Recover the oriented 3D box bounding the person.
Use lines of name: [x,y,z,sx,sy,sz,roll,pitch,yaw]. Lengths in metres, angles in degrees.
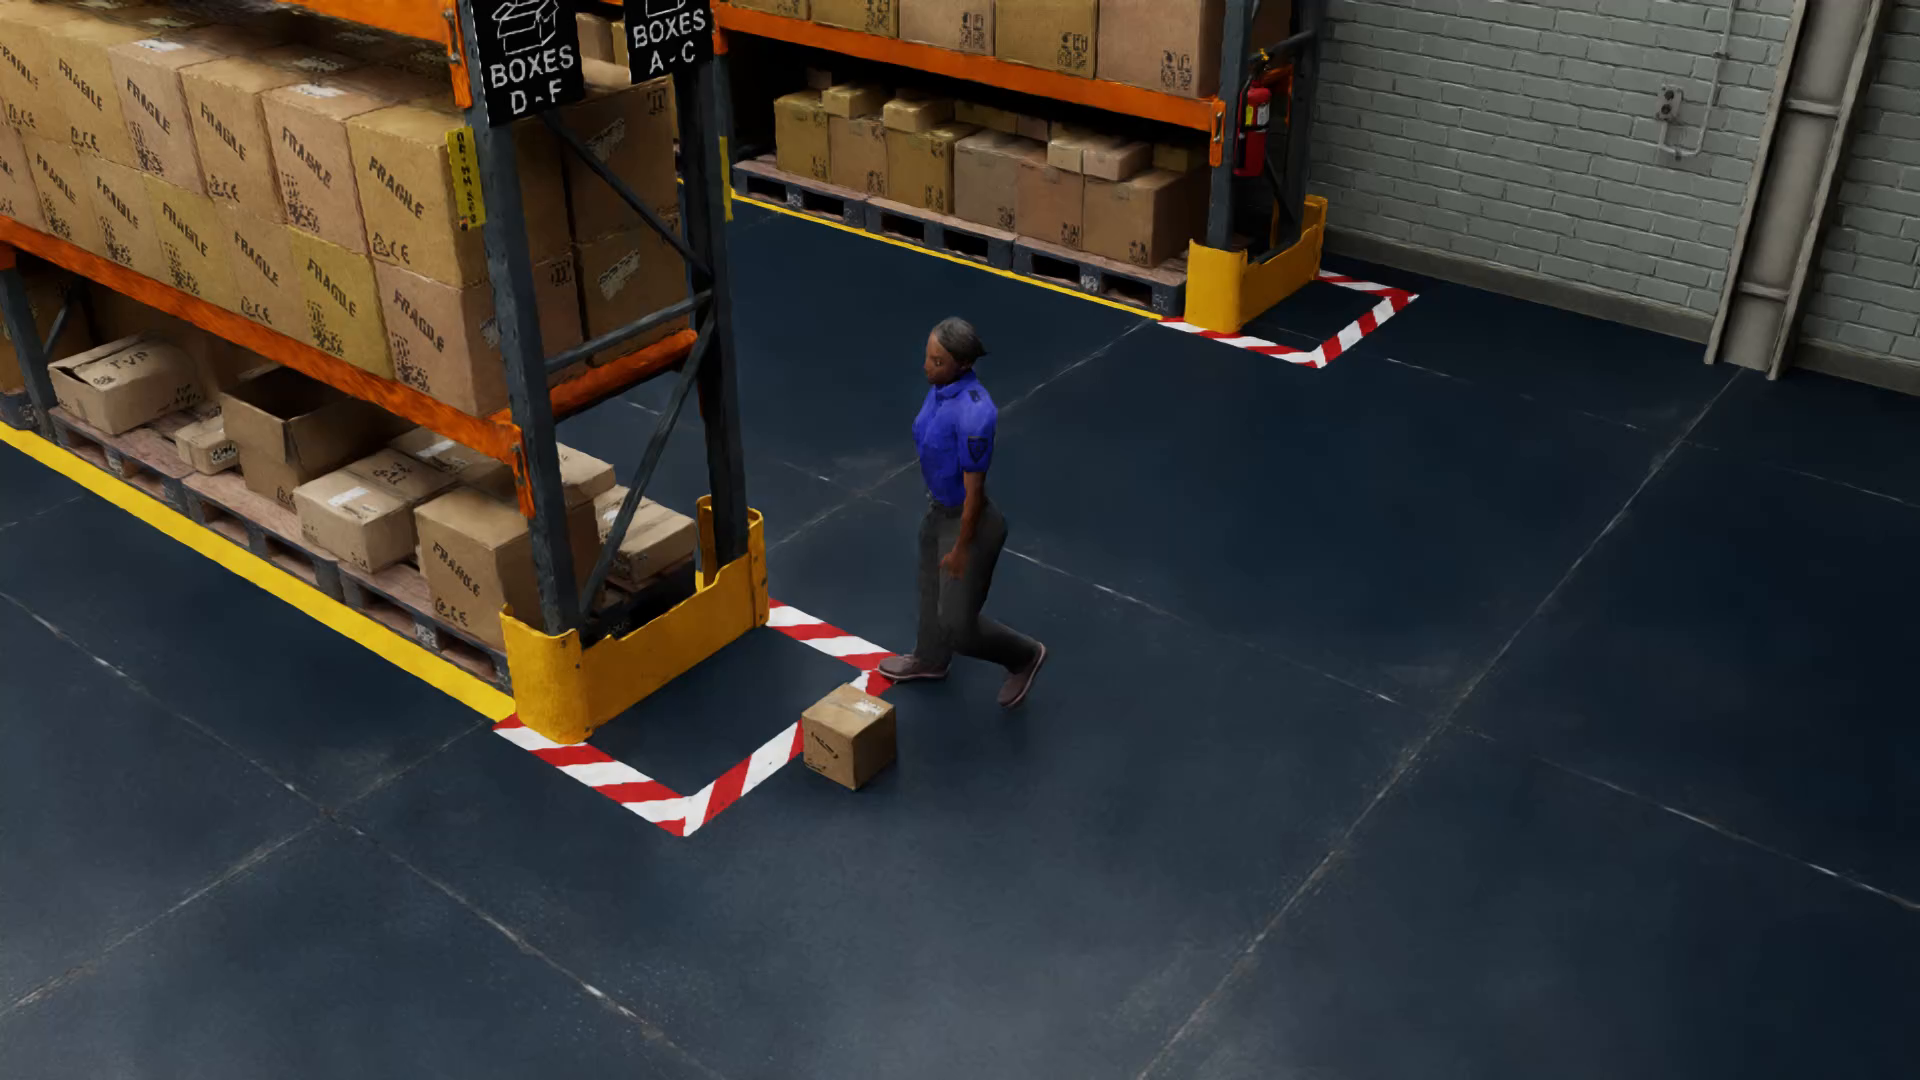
person: [0.020,-0.087,6.249,0.567,1.653,0.608,-11,33,-18]
